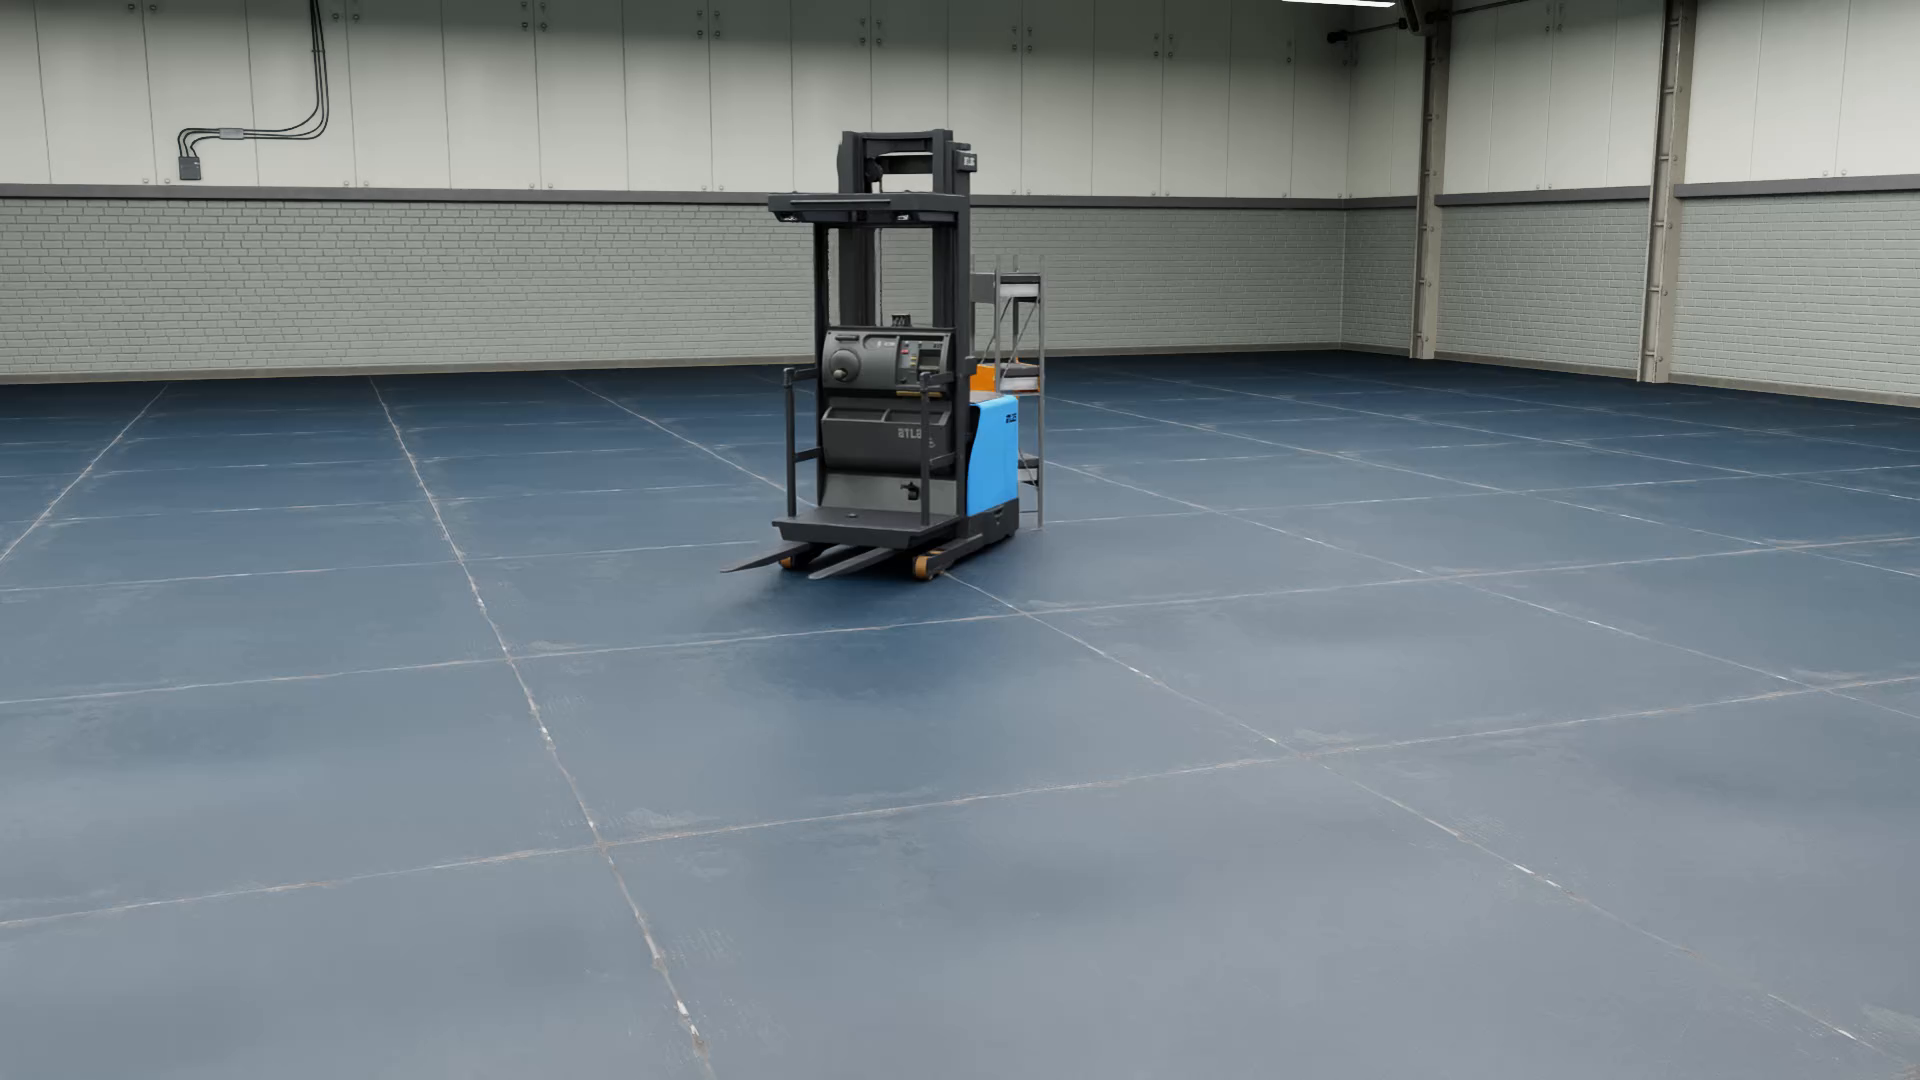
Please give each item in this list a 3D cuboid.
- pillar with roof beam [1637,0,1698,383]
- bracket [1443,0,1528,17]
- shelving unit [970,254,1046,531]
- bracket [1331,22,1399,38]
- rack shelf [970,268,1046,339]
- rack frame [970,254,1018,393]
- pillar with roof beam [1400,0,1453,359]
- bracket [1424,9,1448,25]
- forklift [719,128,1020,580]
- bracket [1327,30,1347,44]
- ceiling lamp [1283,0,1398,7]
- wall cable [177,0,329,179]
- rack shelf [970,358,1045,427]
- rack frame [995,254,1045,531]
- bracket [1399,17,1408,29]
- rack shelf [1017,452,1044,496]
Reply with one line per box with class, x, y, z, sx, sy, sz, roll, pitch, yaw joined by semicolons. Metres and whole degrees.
pillar with roof beam;7.120;-6.700;24.390;9.100;9.000;0.400;-4;11;-21
bracket;9.711;-9.214;28.245;0.076;0.066;4.783;-4;11;-21
shelving unit;0.358;-1.138;12.821;0.431;2.100;0.503;-4;11;-22
bracket;7.832;-10.060;33.003;0.076;0.066;3.189;-4;11;-21
rack shelf;0.358;-1.813;12.701;0.431;0.518;0.480;-4;11;-22
rack frame;0.264;-1.177;13.042;0.400;2.100;0.015;-4;11;-22
pillar with roof beam;4.946;-7.679;29.896;9.100;9.000;0.548;-4;11;-21
bracket;8.778;-9.634;30.609;0.235;0.232;0.430;-4;11;-21
forklift;-0.583;-1.261;11.137;1.130;2.935;3.031;4;11;22
bracket;7.618;-10.157;33.545;0.235;0.232;0.430;-4;11;-21
ceiling lamp;5.735;-9.881;25.605;2.000;3.185;0.800;-4;11;-21
wall cable;-11.382;-8.792;26.443;2.305;6.003;0.169;-4;11;-21
rack shelf;0.358;-1.124;12.823;0.431;0.518;0.480;-4;11;-22
rack frame;0.452;-1.098;12.599;0.400;2.100;0.015;-4;11;-22
bracket;8.477;-9.770;31.371;0.235;0.232;0.430;-4;11;-21
rack shelf;0.358;-0.435;12.946;0.431;0.518;0.480;-4;11;-22
